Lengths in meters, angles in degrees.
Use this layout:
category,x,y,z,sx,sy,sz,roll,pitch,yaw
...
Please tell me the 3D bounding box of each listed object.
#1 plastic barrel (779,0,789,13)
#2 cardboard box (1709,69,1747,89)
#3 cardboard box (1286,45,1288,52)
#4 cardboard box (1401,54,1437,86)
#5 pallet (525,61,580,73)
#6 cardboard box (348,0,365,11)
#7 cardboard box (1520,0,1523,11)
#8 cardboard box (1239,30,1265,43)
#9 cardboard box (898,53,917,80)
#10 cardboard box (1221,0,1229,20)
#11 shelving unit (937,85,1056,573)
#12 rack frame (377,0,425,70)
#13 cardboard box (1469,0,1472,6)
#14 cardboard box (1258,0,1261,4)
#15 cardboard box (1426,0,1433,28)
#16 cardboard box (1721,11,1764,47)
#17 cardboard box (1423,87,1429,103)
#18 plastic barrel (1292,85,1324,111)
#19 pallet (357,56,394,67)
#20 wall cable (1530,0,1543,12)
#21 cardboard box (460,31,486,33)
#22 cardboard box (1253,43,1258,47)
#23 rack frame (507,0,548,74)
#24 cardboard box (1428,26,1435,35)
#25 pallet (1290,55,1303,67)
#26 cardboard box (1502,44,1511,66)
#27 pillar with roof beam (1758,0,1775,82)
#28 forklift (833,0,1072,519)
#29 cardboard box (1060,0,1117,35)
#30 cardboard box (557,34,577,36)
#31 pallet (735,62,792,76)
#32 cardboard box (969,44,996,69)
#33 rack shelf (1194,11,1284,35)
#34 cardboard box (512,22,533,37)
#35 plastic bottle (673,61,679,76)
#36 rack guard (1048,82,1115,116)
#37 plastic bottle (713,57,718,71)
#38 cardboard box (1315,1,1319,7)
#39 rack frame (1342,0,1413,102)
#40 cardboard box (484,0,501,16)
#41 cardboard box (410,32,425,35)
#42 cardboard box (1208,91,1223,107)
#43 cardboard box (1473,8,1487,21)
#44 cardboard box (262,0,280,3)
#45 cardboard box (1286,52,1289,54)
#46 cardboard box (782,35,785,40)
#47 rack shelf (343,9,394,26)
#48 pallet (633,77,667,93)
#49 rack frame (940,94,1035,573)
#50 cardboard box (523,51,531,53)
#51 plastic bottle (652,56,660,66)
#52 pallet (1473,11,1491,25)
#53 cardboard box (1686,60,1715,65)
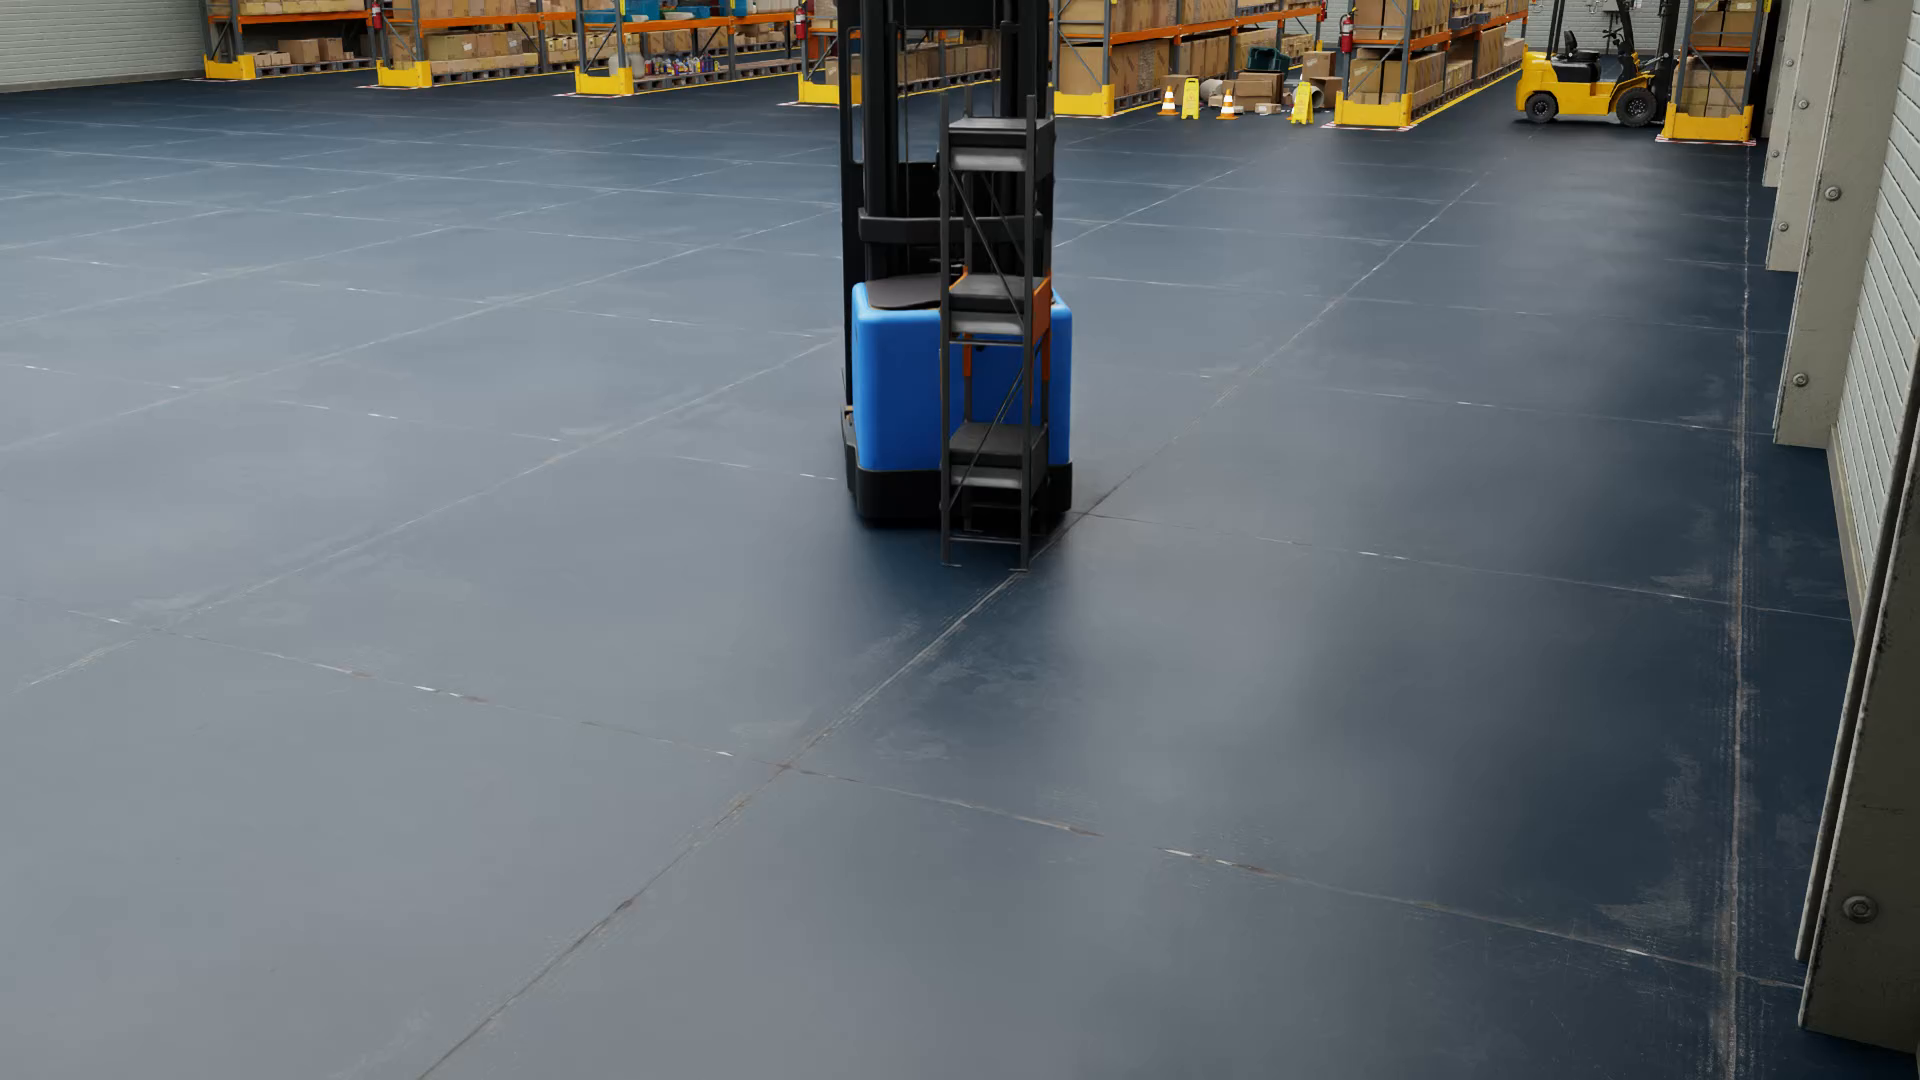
category,x,y,z,sx,sy,sz,roll,pitch,yaw
plastic barrel,-4.067,-12.165,37.531,0.421,0.512,0.421,0,20,0
cardboard box,11.516,-6.914,24.918,0.500,0.250,0.500,8,21,22
cardboard box,7.615,-11.729,39.657,0.380,0.149,0.250,7,21,20
cardboard box,7.842,-8.049,28.481,0.500,0.500,0.500,10,22,26
pallet,-9.557,-10.959,38.470,1.003,0.211,1.213,9,21,23
cardboard box,-14.261,-12.474,38.760,0.500,0.250,0.500,9,21,23
cardboard box,12.791,-12.544,38.615,0.500,0.500,0.500,9,22,24
cardboard box,6.472,-11.209,36.994,0.500,0.250,0.500,8,21,20
cardboard box,-1.215,-9.409,33.054,0.500,0.500,0.500,17,26,40
cardboard box,5.190,-10.914,34.031,0.500,0.500,0.500,9,21,23
shelving unit,0.166,-0.934,7.462,0.431,2.100,0.503,4,20,12
rack frame,-11.461,-10.820,33.916,1.000,3.000,0.127,9,21,23
cardboard box,9.328,-10.272,31.157,0.500,0.500,0.500,8,21,20
cardboard box,6.460,-11.949,36.838,0.380,0.149,0.250,10,22,25
cardboard box,7.480,-8.708,27.386,0.500,0.500,0.500,8,21,22
cardboard box,11.602,-7.580,24.657,0.500,0.500,0.500,9,22,24
cardboard box,7.627,-7.534,28.154,0.500,0.250,0.500,10,22,26
plastic barrel,6.081,-7.725,29.059,0.421,0.421,0.512,-9,22,-24
pallet,-14.026,-11.646,40.400,1.003,0.211,1.213,9,21,23
wall cable,15.456,-15.211,44.701,0.585,1.953,0.123,9,21,23
cardboard box,-10.708,-10.894,36.482,0.500,0.500,0.500,9,21,23
cardboard box,6.266,-10.707,36.702,0.500,0.500,0.500,8,21,21
rack frame,-9.823,-12.043,37.354,1.000,3.000,0.127,9,21,23
cardboard box,7.783,-8.595,28.036,0.380,0.149,0.250,9,21,23
pallet,7.714,-11.687,40.516,1.003,0.211,1.213,9,21,23
cardboard box,11.885,-10.936,37.439,0.875,0.438,0.875,8,21,22
pillar with roof beam,13.240,-14.594,35.577,9.100,9.000,0.400,9,21,23
forklift,-0.110,-1.935,9.034,1.130,2.935,3.031,-2,20,-5
cardboard box,2.169,-8.938,28.402,0.875,0.550,0.550,9,21,23
cardboard box,-9.296,-11.838,39.418,0.500,0.311,0.500,8,21,22
pallet,-4.521,-10.668,37.650,1.003,0.211,1.213,9,21,23
cardboard box,0.379,-10.556,36.247,0.700,0.500,0.500,7,21,18
rack shelf,6.154,-11.466,36.807,1.077,0.370,4.000,9,21,23
cardboard box,-11.921,-13.603,44.323,0.750,0.750,0.750,8,21,22
plastic bottle,-5.807,-9.645,34.009,0.061,0.283,0.133,9,21,24
rack guard,2.049,-7.563,28.489,1.175,0.500,0.348,9,21,23
plastic bottle,-5.202,-10.097,35.281,0.061,0.283,0.133,10,22,25
cardboard box,8.735,-13.382,41.496,0.380,0.149,0.250,9,21,23
rack frame,6.616,-8.100,26.267,1.000,3.000,0.127,9,21,23
cardboard box,-10.418,-11.638,36.068,0.700,0.500,0.500,9,21,24
cardboard box,-13.646,-12.293,41.133,0.700,0.500,0.500,9,21,23
cardboard box,4.673,-7.904,29.799,0.396,0.266,0.258,13,23,32
cardboard box,10.322,-10.590,33.493,0.500,0.250,0.500,8,21,22
cardboard box,-15.301,-12.045,36.436,0.500,0.500,0.500,9,21,23
cardboard box,7.578,-11.503,39.464,0.380,0.149,0.250,8,21,22
cardboard box,-5.155,-14.272,47.195,0.380,0.166,0.250,9,21,23
rack shelf,-13.525,-12.994,41.102,1.077,0.370,4.000,9,21,23
pallet,-6.618,-9.102,33.249,1.003,0.211,1.213,9,21,23
rack frame,0.114,-0.854,7.237,0.400,2.100,0.015,4,20,12
cardboard box,-9.918,-11.111,38.213,0.500,0.250,0.500,8,21,22
plastic bottle,-6.342,-9.887,34.589,0.144,0.351,0.185,10,22,25
pallet,9.697,-10.222,32.522,1.213,0.211,1.003,9,21,23
cardboard box,11.888,-7.603,26.854,0.500,0.250,0.500,9,22,25
